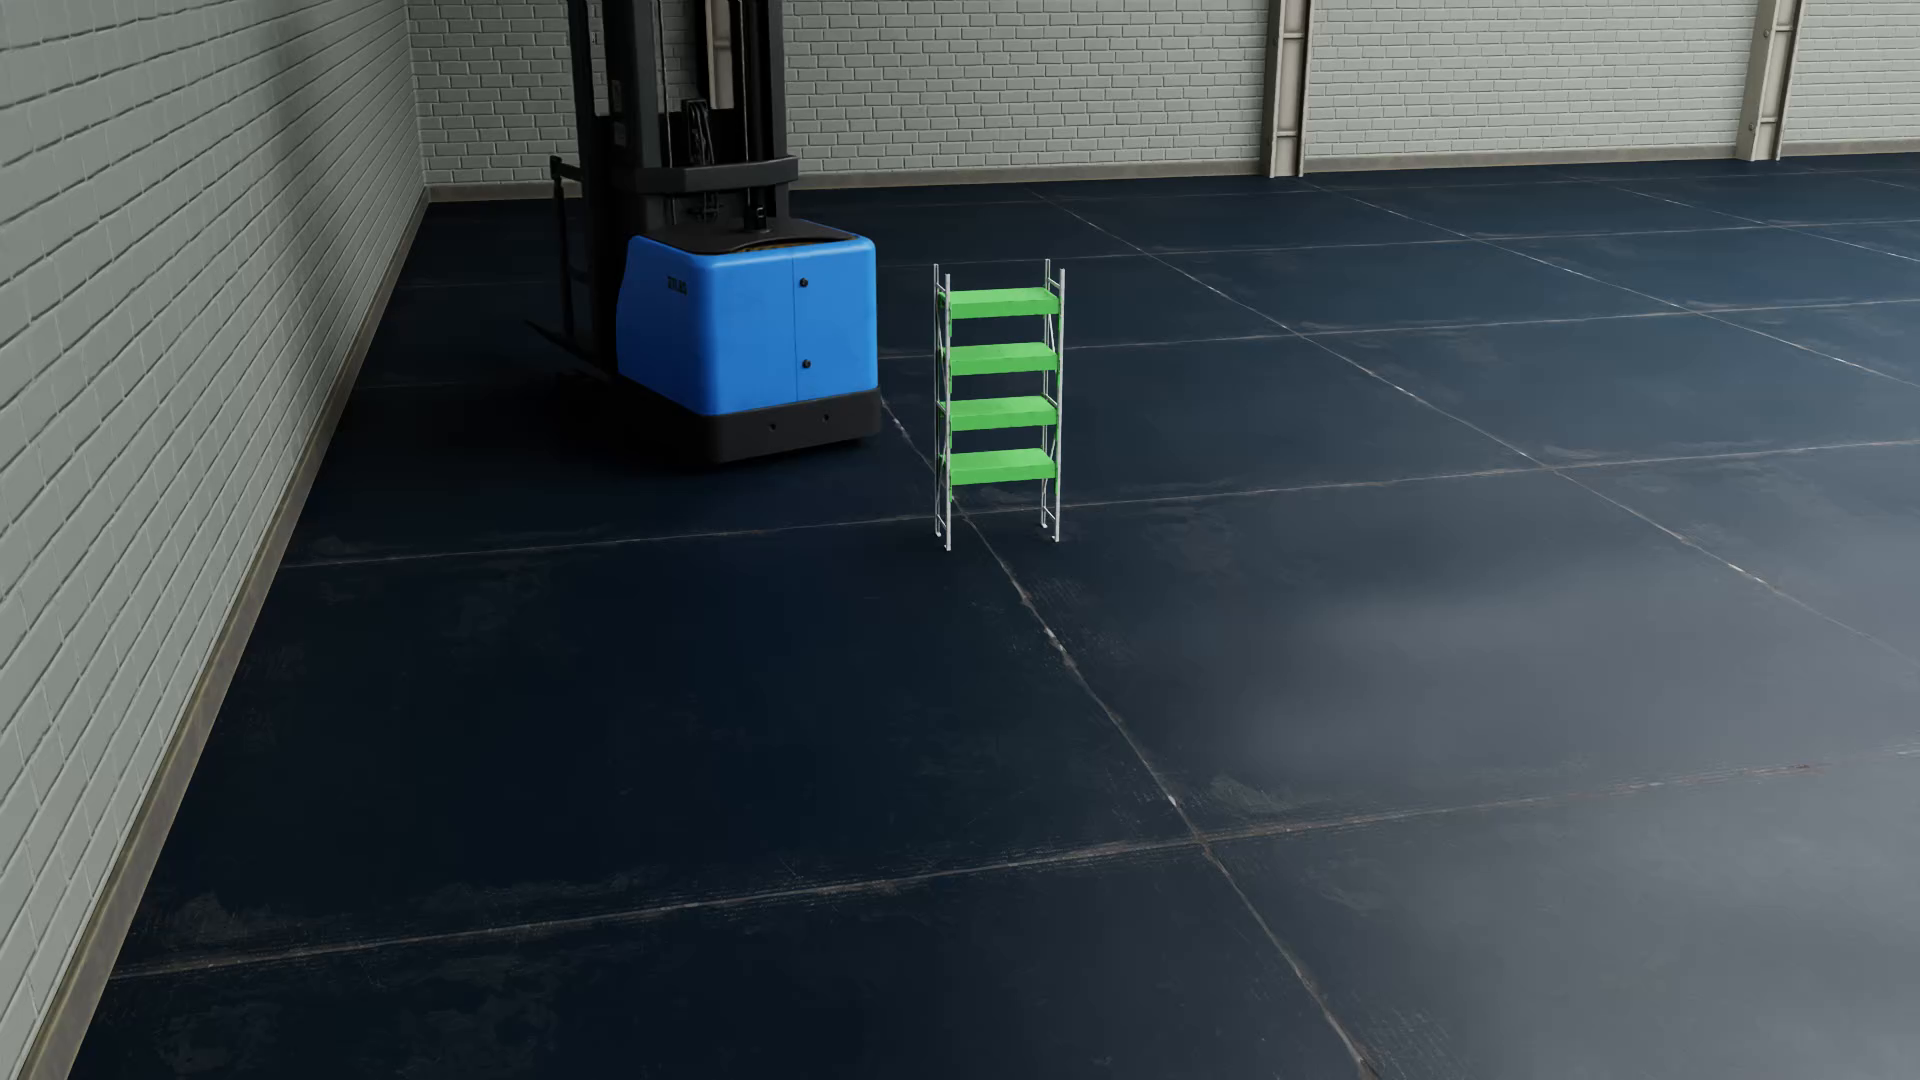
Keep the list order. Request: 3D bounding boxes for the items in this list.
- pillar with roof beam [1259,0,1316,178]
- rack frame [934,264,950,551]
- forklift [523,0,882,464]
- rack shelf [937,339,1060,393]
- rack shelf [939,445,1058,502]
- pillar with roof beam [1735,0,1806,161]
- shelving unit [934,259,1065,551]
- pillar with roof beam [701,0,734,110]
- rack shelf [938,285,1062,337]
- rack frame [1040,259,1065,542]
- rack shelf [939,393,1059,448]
[{"bbox_3d":[4.509,-6.786,12.758,0.400,9.000,9.100,-5,21,-12],"label":"pillar with roof beam"},{"bbox_3d":[-0.076,-0.557,7.091,0.015,1.200,0.240,-5,21,-12],"label":"rack frame"},{"bbox_3d":[-1.642,-2.201,9.062,1.130,2.935,3.031,-13,24,-31],"label":"forklift"},{"bbox_3d":[0.161,-0.742,7.083,0.480,0.148,0.258,-5,21,-12],"label":"rack shelf"},{"bbox_3d":[0.161,-0.291,7.249,0.480,0.148,0.258,-5,21,-12],"label":"rack shelf"},{"bbox_3d":[10.348,-7.261,14.055,0.400,9.000,9.100,-5,21,-12],"label":"pillar with roof beam"},{"bbox_3d":[0.161,-0.576,7.144,0.503,1.200,0.258,-5,21,-12],"label":"shelving unit"},{"bbox_3d":[-1.330,-6.312,11.462,0.400,9.000,9.100,-5,21,-12],"label":"pillar with roof beam"},{"bbox_3d":[0.161,-0.967,7.001,0.480,0.148,0.258,-5,21,-12],"label":"rack shelf"},{"bbox_3d":[0.399,-0.596,7.197,0.015,1.200,0.240,-5,21,-12],"label":"rack frame"},{"bbox_3d":[0.161,-0.516,7.166,0.480,0.148,0.258,-5,21,-12],"label":"rack shelf"}]
